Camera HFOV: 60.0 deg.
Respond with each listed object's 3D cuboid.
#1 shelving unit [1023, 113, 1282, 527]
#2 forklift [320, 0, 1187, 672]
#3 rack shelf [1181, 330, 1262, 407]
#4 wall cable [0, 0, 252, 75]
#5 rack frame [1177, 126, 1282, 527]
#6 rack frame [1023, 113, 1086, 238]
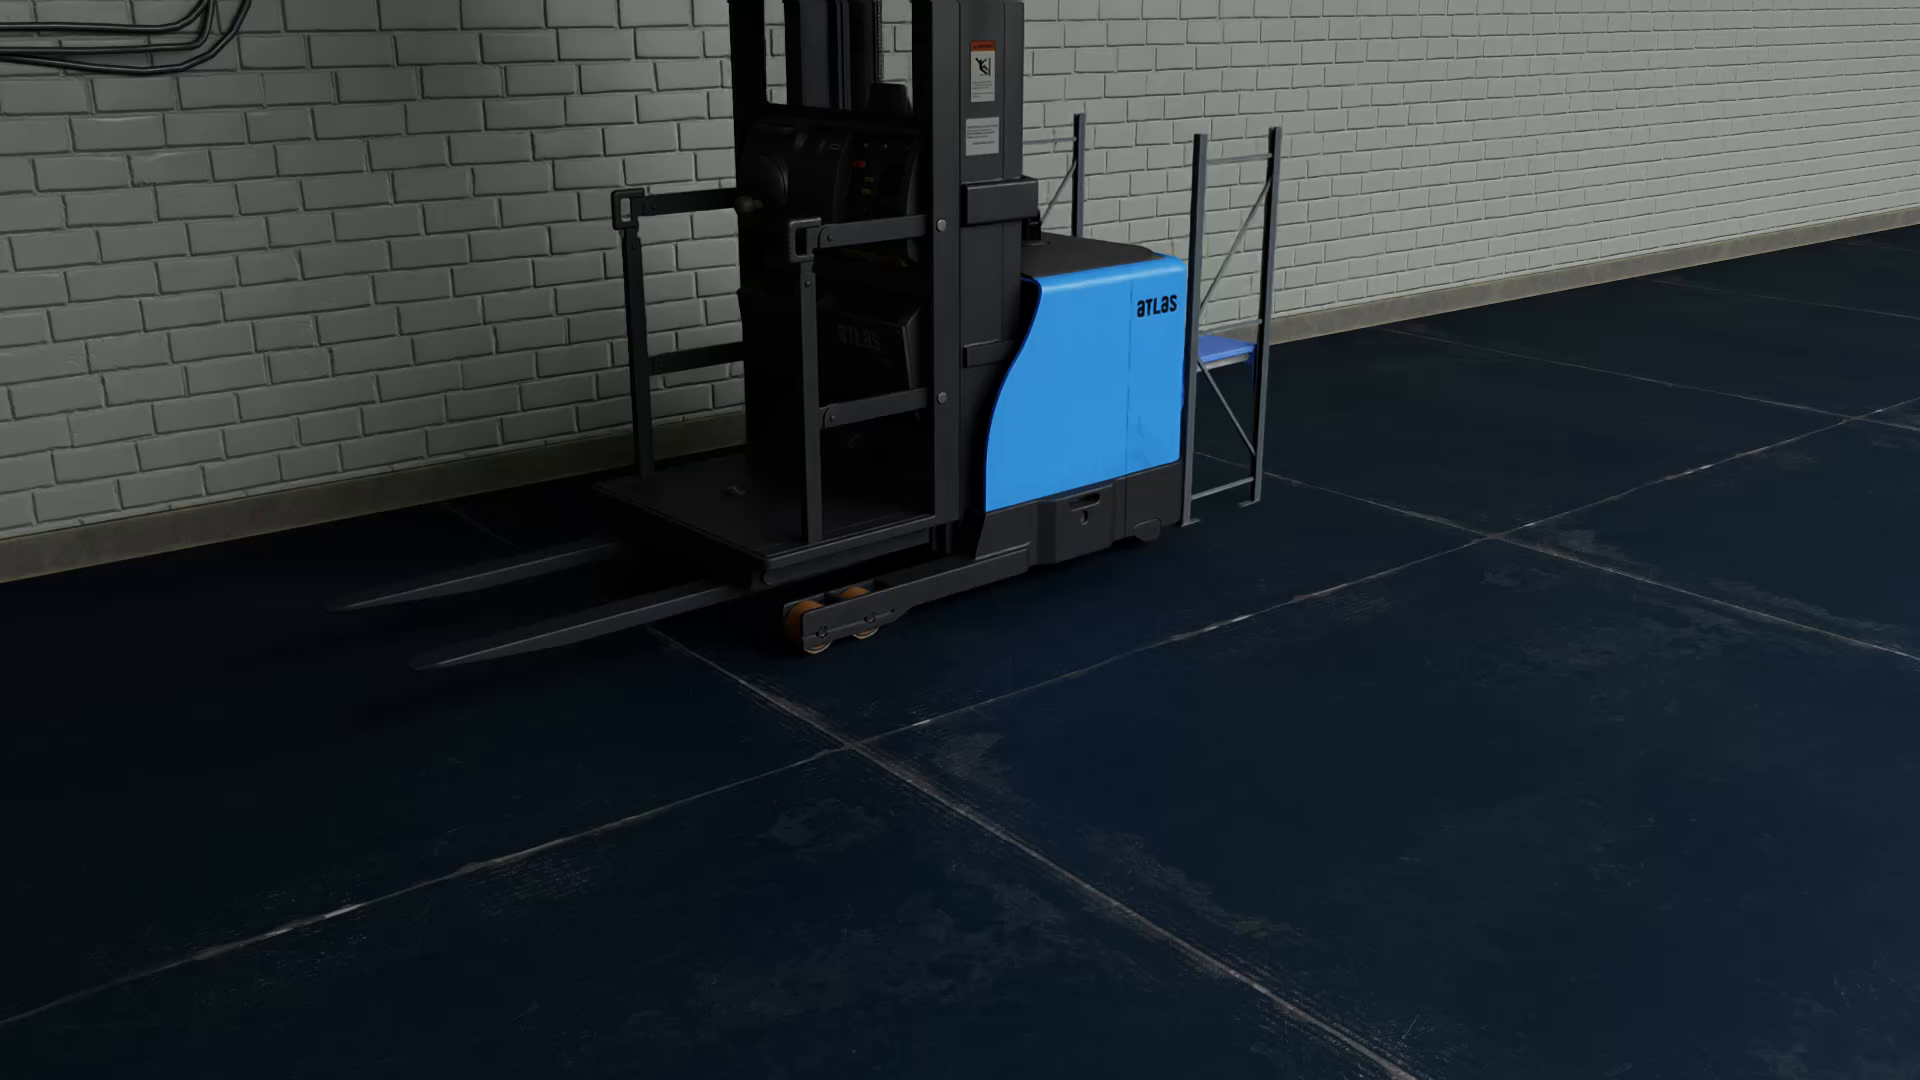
[{"bbox_3d":[0.694,-0.936,6.803,0.538,1.500,1.048,-17,25,-41],"label":"shelving unit"},{"bbox_3d":[-0.591,-1.216,5.371,3.031,2.935,1.130,-15,24,-39],"label":"forklift"},{"bbox_3d":[0.694,-0.765,6.859,0.538,0.185,1.000,-17,25,-41],"label":"rack shelf"},{"bbox_3d":[-3.695,-2.561,4.721,3.097,2.526,0.112,-14,23,-36],"label":"wall cable"},{"bbox_3d":[1.044,-0.820,6.453,0.500,1.500,0.032,-17,25,-41],"label":"rack frame"},{"bbox_3d":[0.344,-1.052,7.153,0.500,1.500,0.032,-17,25,-41],"label":"rack frame"}]
